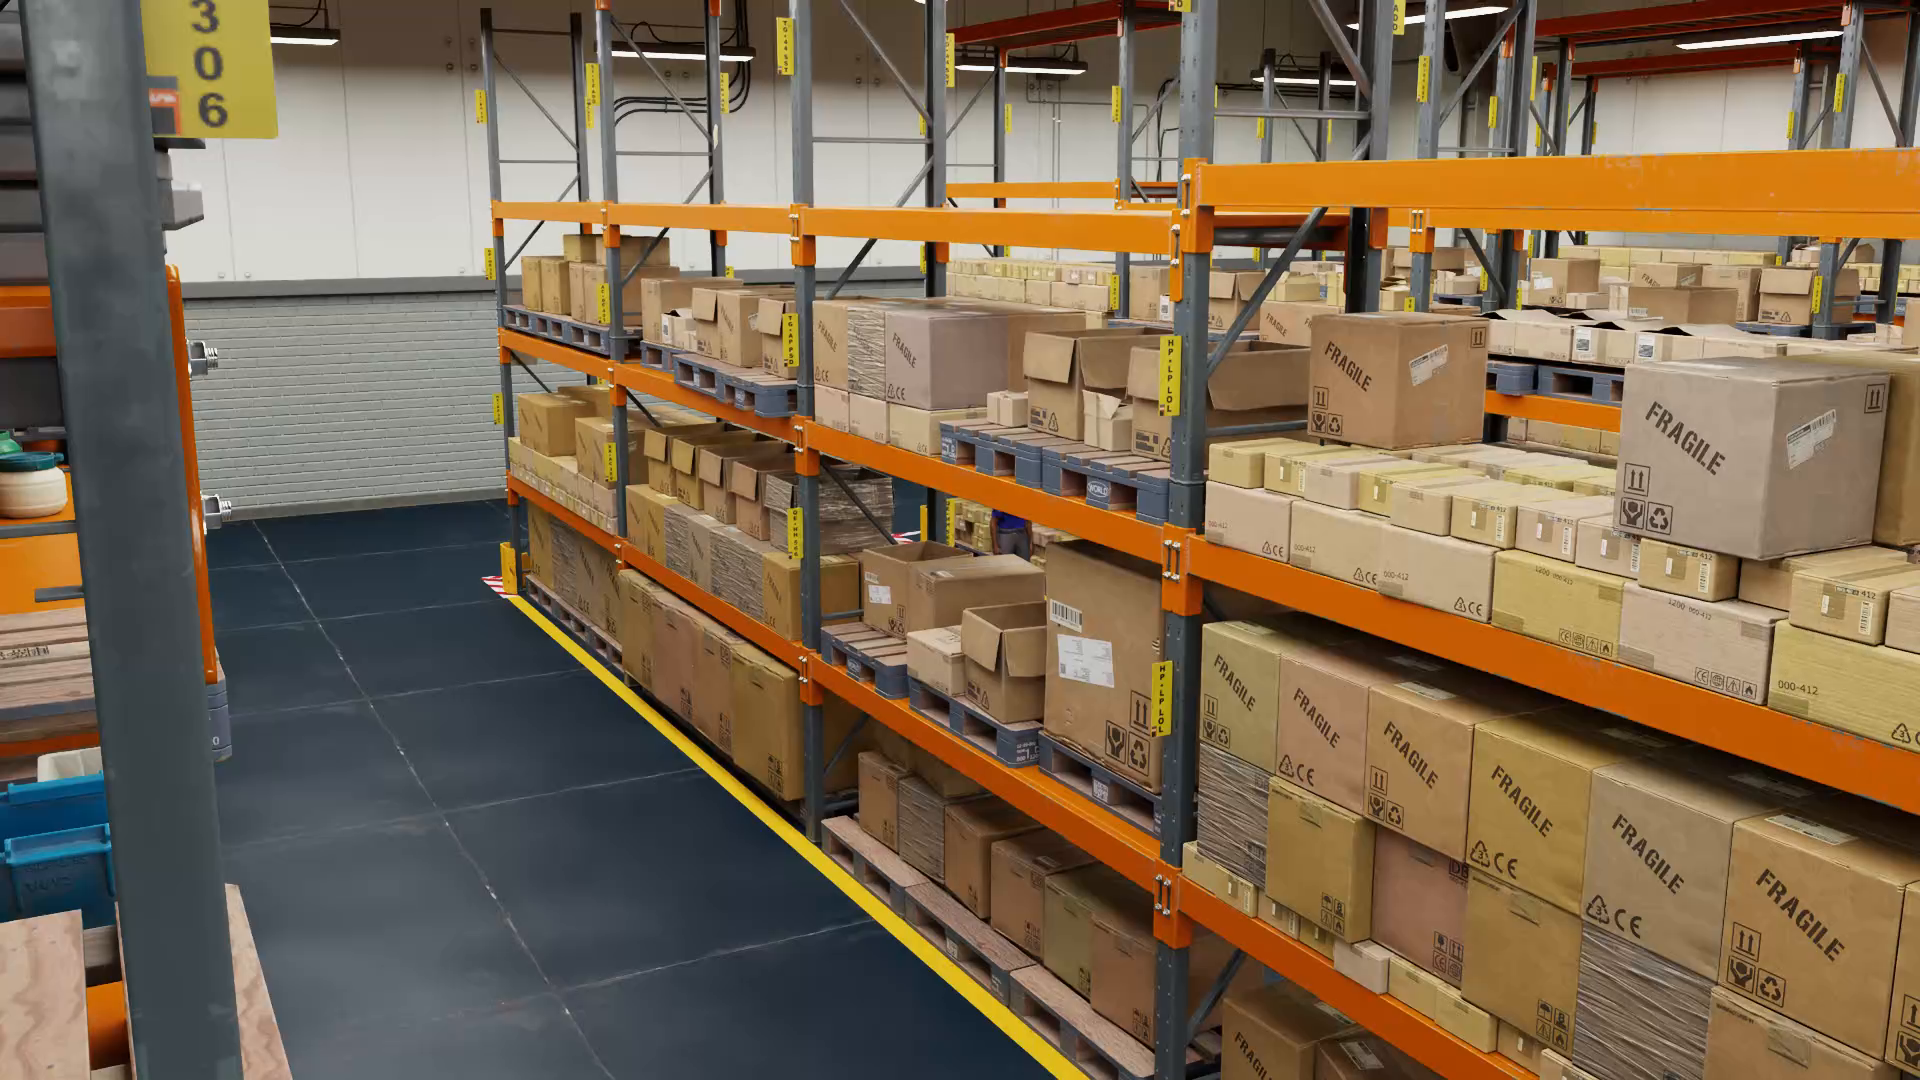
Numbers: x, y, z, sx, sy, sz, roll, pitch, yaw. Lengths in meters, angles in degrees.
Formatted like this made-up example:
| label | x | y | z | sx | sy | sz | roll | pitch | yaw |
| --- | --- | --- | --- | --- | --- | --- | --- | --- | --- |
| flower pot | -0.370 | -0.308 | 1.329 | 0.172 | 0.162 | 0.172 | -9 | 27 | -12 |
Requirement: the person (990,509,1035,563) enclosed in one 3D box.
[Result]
| label | x | y | z | sx | sy | sz | roll | pitch | yaw |
| --- | --- | --- | --- | --- | --- | --- | --- | --- | --- |
| person | 0.505 | 0.053 | 16.216 | 0.527 | 1.653 | 0.350 | -8 | 14 | -33 |
